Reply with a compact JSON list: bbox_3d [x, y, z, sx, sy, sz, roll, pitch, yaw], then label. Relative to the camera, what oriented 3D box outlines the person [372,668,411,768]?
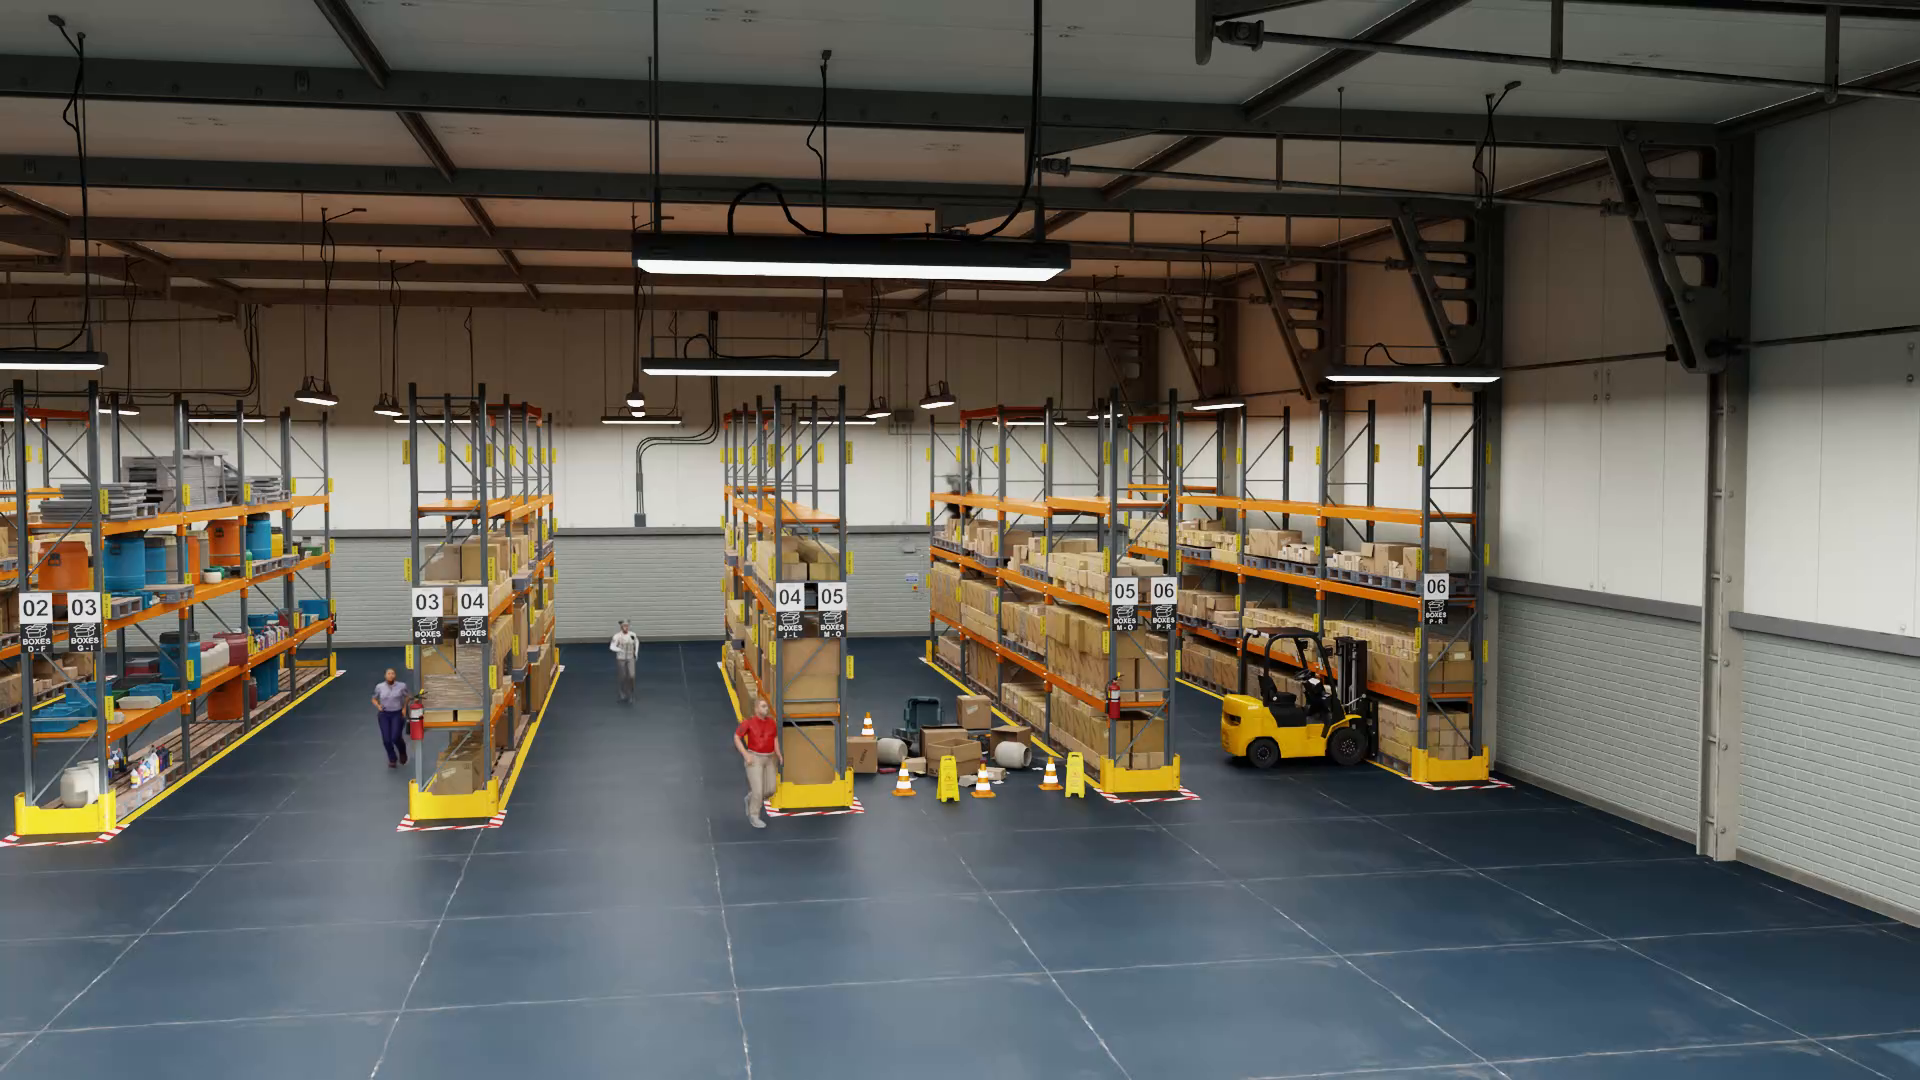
[{"bbox_3d":[-9.100,2.853,26.581,0.586,1.604,0.549,-1,3,-13],"label":"person"}]

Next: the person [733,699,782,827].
[{"bbox_3d":[-2.733,3.026,22.660,0.704,1.699,0.555,-2,4,-41],"label":"person"}]

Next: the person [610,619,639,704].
[{"bbox_3d":[-6.790,2.456,33.737,0.605,1.739,0.739,-1,3,-18],"label":"person"}]
